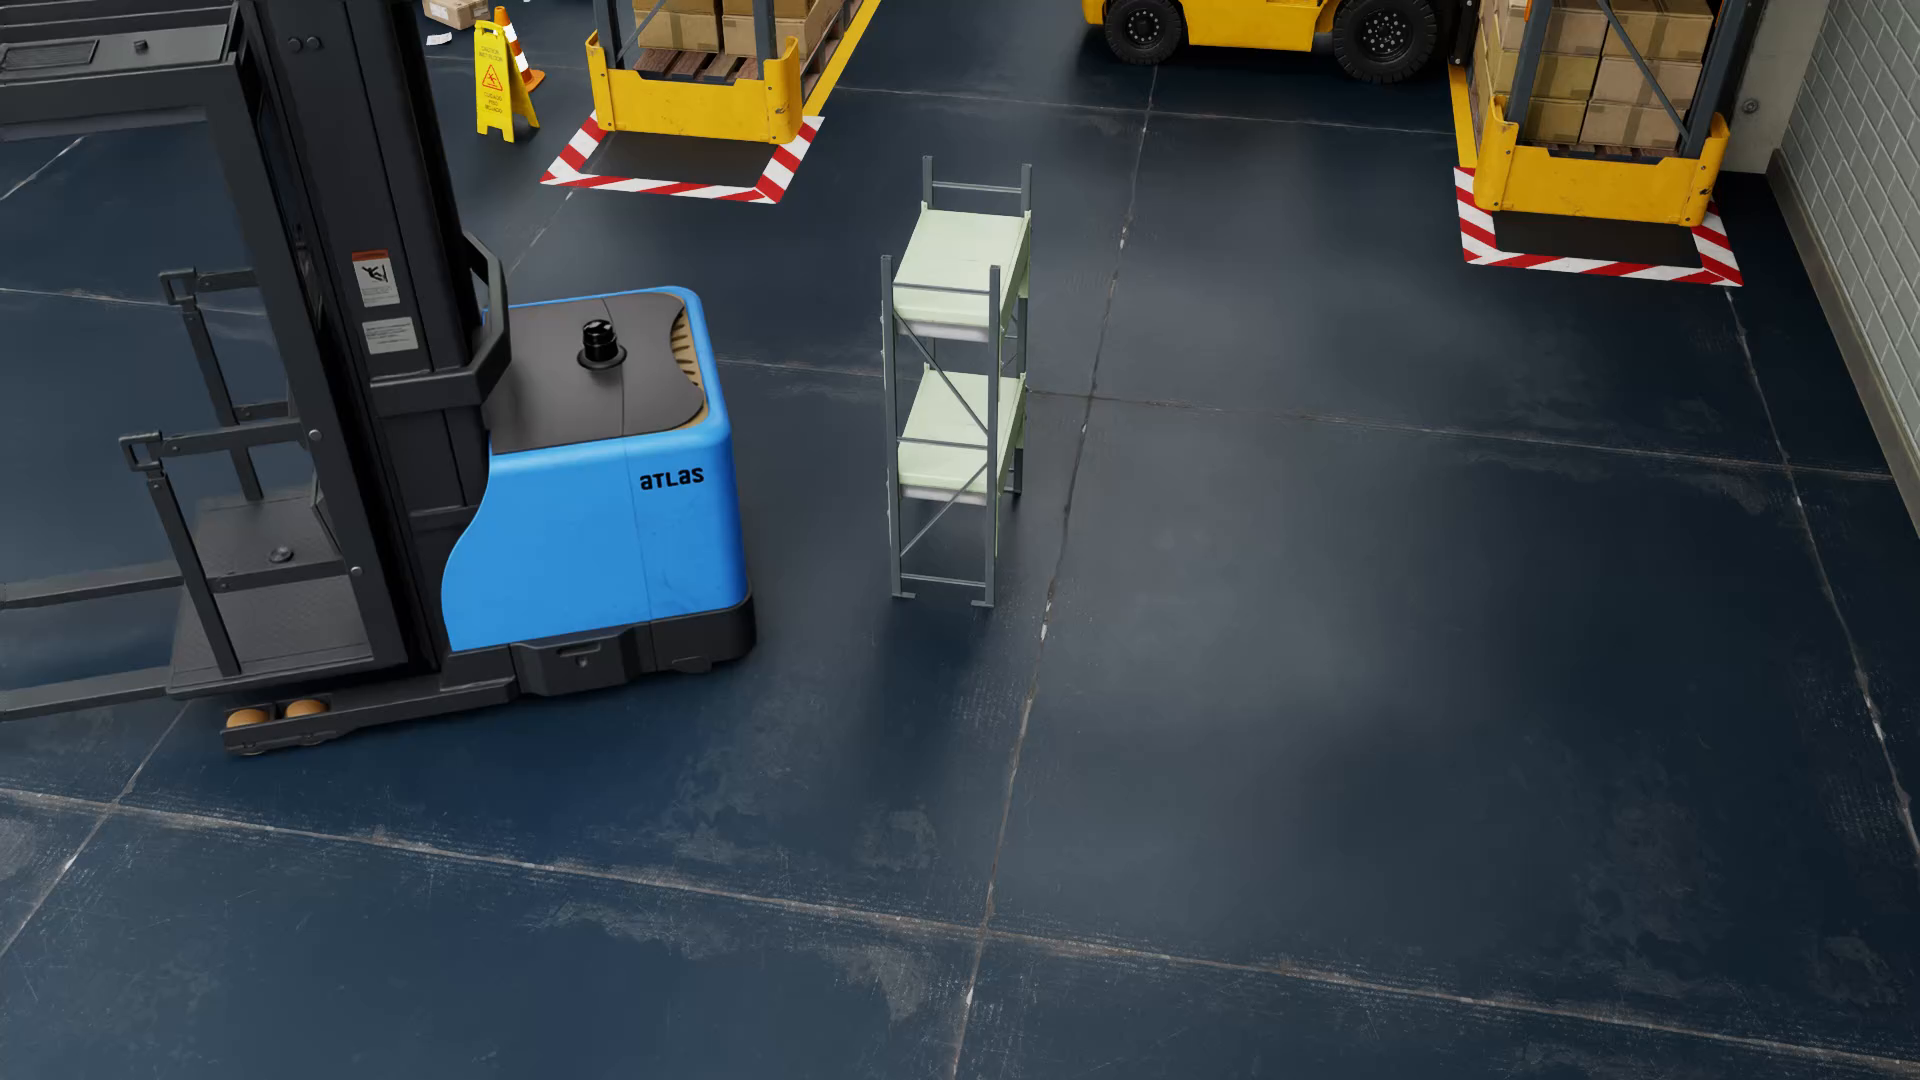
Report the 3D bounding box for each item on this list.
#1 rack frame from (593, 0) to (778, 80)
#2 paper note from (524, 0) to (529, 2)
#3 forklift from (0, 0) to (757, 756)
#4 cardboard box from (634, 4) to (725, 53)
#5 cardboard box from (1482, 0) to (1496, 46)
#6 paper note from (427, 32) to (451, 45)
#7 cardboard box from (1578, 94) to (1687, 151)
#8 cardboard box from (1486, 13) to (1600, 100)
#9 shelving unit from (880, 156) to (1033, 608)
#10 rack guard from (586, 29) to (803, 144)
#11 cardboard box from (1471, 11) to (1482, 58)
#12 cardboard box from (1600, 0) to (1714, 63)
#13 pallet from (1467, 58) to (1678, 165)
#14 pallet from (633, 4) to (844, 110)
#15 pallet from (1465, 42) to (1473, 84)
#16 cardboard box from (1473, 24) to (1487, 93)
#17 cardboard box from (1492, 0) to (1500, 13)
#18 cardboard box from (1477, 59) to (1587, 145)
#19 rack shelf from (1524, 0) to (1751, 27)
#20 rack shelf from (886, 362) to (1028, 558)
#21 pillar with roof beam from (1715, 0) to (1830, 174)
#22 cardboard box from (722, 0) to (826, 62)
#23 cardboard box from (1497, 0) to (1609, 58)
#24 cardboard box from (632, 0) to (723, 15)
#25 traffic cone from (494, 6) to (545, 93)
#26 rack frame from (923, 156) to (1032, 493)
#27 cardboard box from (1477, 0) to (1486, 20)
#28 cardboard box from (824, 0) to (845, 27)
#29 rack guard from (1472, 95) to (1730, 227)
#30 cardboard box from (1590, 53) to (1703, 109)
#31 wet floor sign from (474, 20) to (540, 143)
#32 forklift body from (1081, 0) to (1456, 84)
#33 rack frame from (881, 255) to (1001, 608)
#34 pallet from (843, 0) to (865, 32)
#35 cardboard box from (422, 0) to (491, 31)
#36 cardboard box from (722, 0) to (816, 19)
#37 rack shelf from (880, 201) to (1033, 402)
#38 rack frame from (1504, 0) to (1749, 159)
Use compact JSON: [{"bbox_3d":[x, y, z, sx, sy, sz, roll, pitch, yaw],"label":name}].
[{"bbox_3d":[-1.522,-3.529,8.664,1.000,3.000,0.127,6,40,8],"label":"rack frame"},{"bbox_3d":[-2.883,-3.629,11.131,0.032,0.001,0.123,6,40,8],"label":"paper note"},{"bbox_3d":[-2.329,-0.747,5.354,3.031,2.935,1.130,-9,40,-11],"label":"forklift"},{"bbox_3d":[-1.643,-3.183,10.074,0.500,0.250,0.500,6,40,7],"label":"cardboard box"},{"bbox_3d":[3.241,-2.932,9.378,0.500,0.250,0.500,6,40,7],"label":"cardboard box"},{"bbox_3d":[-3.319,-3.197,10.593,0.148,0.019,0.142,-6,40,-8],"label":"paper note"},{"bbox_3d":[3.645,-2.373,9.094,0.500,0.250,0.500,7,40,8],"label":"cardboard box"},{"bbox_3d":[3.144,-2.619,8.999,0.500,0.250,0.500,6,40,7],"label":"cardboard box"},{"bbox_3d":[-0.001,-0.574,6.267,0.431,1.500,0.755,6,40,8],"label":"shelving unit"},{"bbox_3d":[-1.509,-2.613,9.518,1.175,0.500,0.348,6,40,8],"label":"rack guard"},{"bbox_3d":[3.328,-3.040,9.901,0.500,0.250,0.500,7,40,8],"label":"cardboard box"},{"bbox_3d":[3.637,-2.752,8.768,0.500,0.250,0.500,6,40,7],"label":"cardboard box"},{"bbox_3d":[3.458,-2.394,9.479,1.003,0.211,1.213,6,40,8],"label":"pallet"},{"bbox_3d":[-1.334,-3.008,10.222,1.003,0.211,1.213,6,40,8],"label":"pallet"},{"bbox_3d":[3.672,-3.157,10.403,1.003,0.211,1.213,6,40,8],"label":"pallet"},{"bbox_3d":[3.233,-2.727,9.522,0.500,0.250,0.500,6,40,8],"label":"cardboard box"},{"bbox_3d":[3.222,-3.116,9.208,0.500,0.250,0.500,7,40,8],"label":"cardboard box"},{"bbox_3d":[3.137,-2.416,9.146,0.500,0.250,0.500,7,40,8],"label":"cardboard box"},{"bbox_3d":[3.713,-3.962,9.752,1.077,0.370,4.000,6,40,8],"label":"rack shelf"},{"bbox_3d":[-0.001,-0.323,6.475,0.431,0.370,0.720,6,40,8],"label":"rack shelf"},{"bbox_3d":[0.135,-6.108,7.076,9.100,9.000,0.400,6,40,8],"label":"pillar with roof beam"},{"bbox_3d":[-1.110,-3.107,9.982,0.500,0.250,0.500,6,40,7],"label":"cardboard box"},{"bbox_3d":[3.140,-2.795,8.820,0.500,0.250,0.500,8,40,9],"label":"cardboard box"},{"bbox_3d":[-1.640,-3.452,9.810,0.500,0.500,0.500,7,40,8],"label":"cardboard box"},{"bbox_3d":[-2.718,-2.963,9.971,0.336,0.463,0.334,6,40,8],"label":"traffic cone"},{"bbox_3d":[0.062,-0.804,6.545,0.400,1.500,0.023,6,40,8],"label":"rack frame"},{"bbox_3d":[3.310,-3.258,9.773,0.500,0.250,0.500,6,40,7],"label":"cardboard box"},{"bbox_3d":[-1.014,-3.426,10.368,0.500,0.250,0.500,8,40,9],"label":"cardboard box"},{"bbox_3d":[3.363,-2.005,8.783,1.175,0.500,0.348,6,40,8],"label":"rack guard"},{"bbox_3d":[3.653,-2.551,8.917,0.500,0.250,0.500,7,40,8],"label":"cardboard box"},{"bbox_3d":[-2.609,-2.620,9.413,0.267,0.644,0.232,20,44,23],"label":"wet floor sign"},{"bbox_3d":[1.899,-4.048,9.958,2.313,2.155,1.214,6,40,8],"label":"forklift body"},{"bbox_3d":[-0.064,-0.344,5.989,0.400,1.500,0.023,6,40,8],"label":"rack frame"},{"bbox_3d":[-1.120,-3.771,11.146,1.003,0.211,1.213,6,40,8],"label":"pallet"},{"bbox_3d":[-3.285,-3.475,10.836,0.380,0.149,0.250,28,47,30],"label":"cardboard box"},{"bbox_3d":[-1.107,-3.411,9.761,0.500,0.500,0.500,5,40,6],"label":"cardboard box"},{"bbox_3d":[-0.001,-0.875,6.018,0.431,0.370,0.720,6,40,8],"label":"rack shelf"},{"bbox_3d":[3.367,-2.984,8.005,1.000,3.000,0.127,6,40,8],"label":"rack frame"}]
